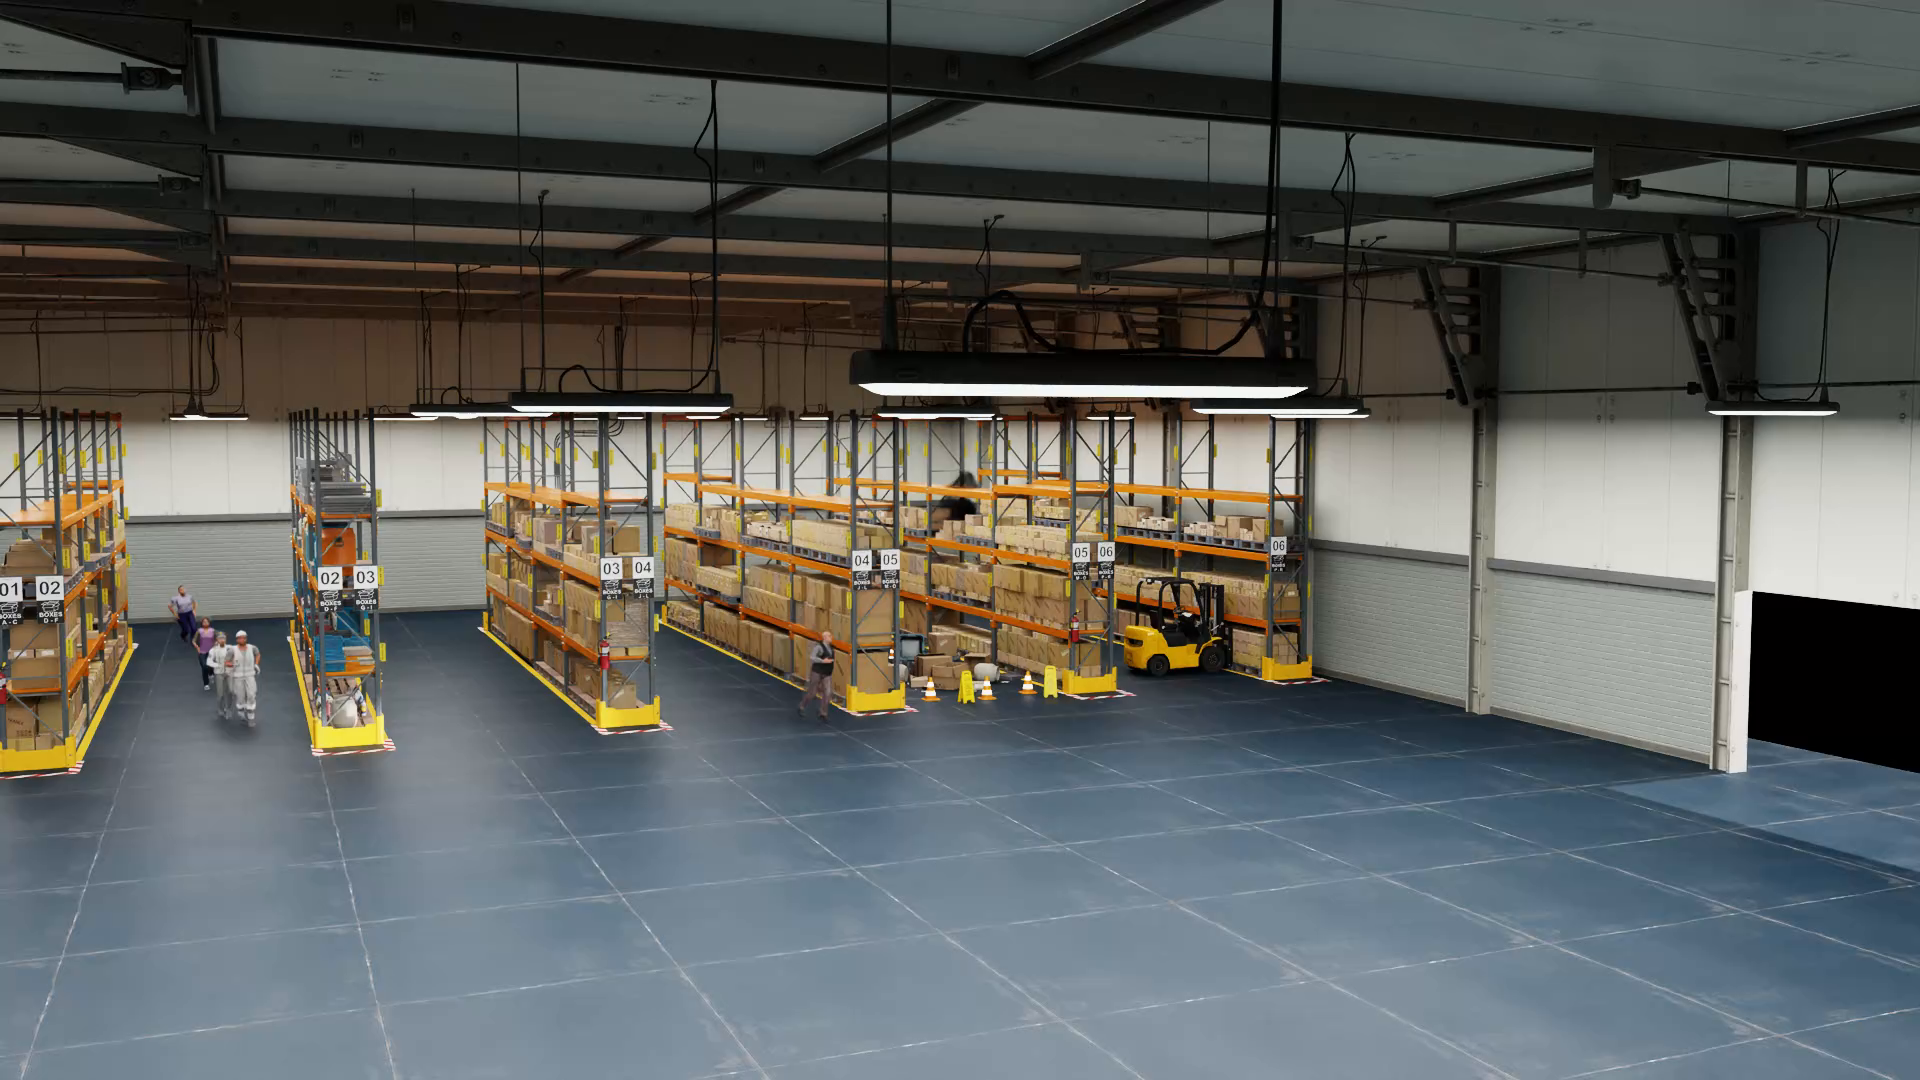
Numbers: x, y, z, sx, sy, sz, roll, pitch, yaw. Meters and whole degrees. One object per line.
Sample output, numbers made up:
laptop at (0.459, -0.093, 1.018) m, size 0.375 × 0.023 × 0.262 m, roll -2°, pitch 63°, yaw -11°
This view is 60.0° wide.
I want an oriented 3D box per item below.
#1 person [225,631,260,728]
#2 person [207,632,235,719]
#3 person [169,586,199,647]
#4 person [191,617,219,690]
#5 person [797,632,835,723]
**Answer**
person at (-13.553, 2.629, 31.457) m, size 0.633 × 1.848 × 0.793 m, roll -2°, pitch 4°, yaw -27°
person at (-14.319, 2.626, 32.357) m, size 0.616 × 1.716 × 0.683 m, roll -2°, pitch 5°, yaw -30°
person at (-19.913, 1.957, 42.642) m, size 0.575 × 1.593 × 0.683 m, roll 4°, pitch 6°, yaw 44°
person at (-16.257, 2.441, 35.867) m, size 0.575 × 1.554 × 0.560 m, roll -2°, pitch 5°, yaw -29°
person at (-2.656, 2.622, 32.136) m, size 0.678 × 1.712 × 0.897 m, roll -4°, pitch 6°, yaw -44°
